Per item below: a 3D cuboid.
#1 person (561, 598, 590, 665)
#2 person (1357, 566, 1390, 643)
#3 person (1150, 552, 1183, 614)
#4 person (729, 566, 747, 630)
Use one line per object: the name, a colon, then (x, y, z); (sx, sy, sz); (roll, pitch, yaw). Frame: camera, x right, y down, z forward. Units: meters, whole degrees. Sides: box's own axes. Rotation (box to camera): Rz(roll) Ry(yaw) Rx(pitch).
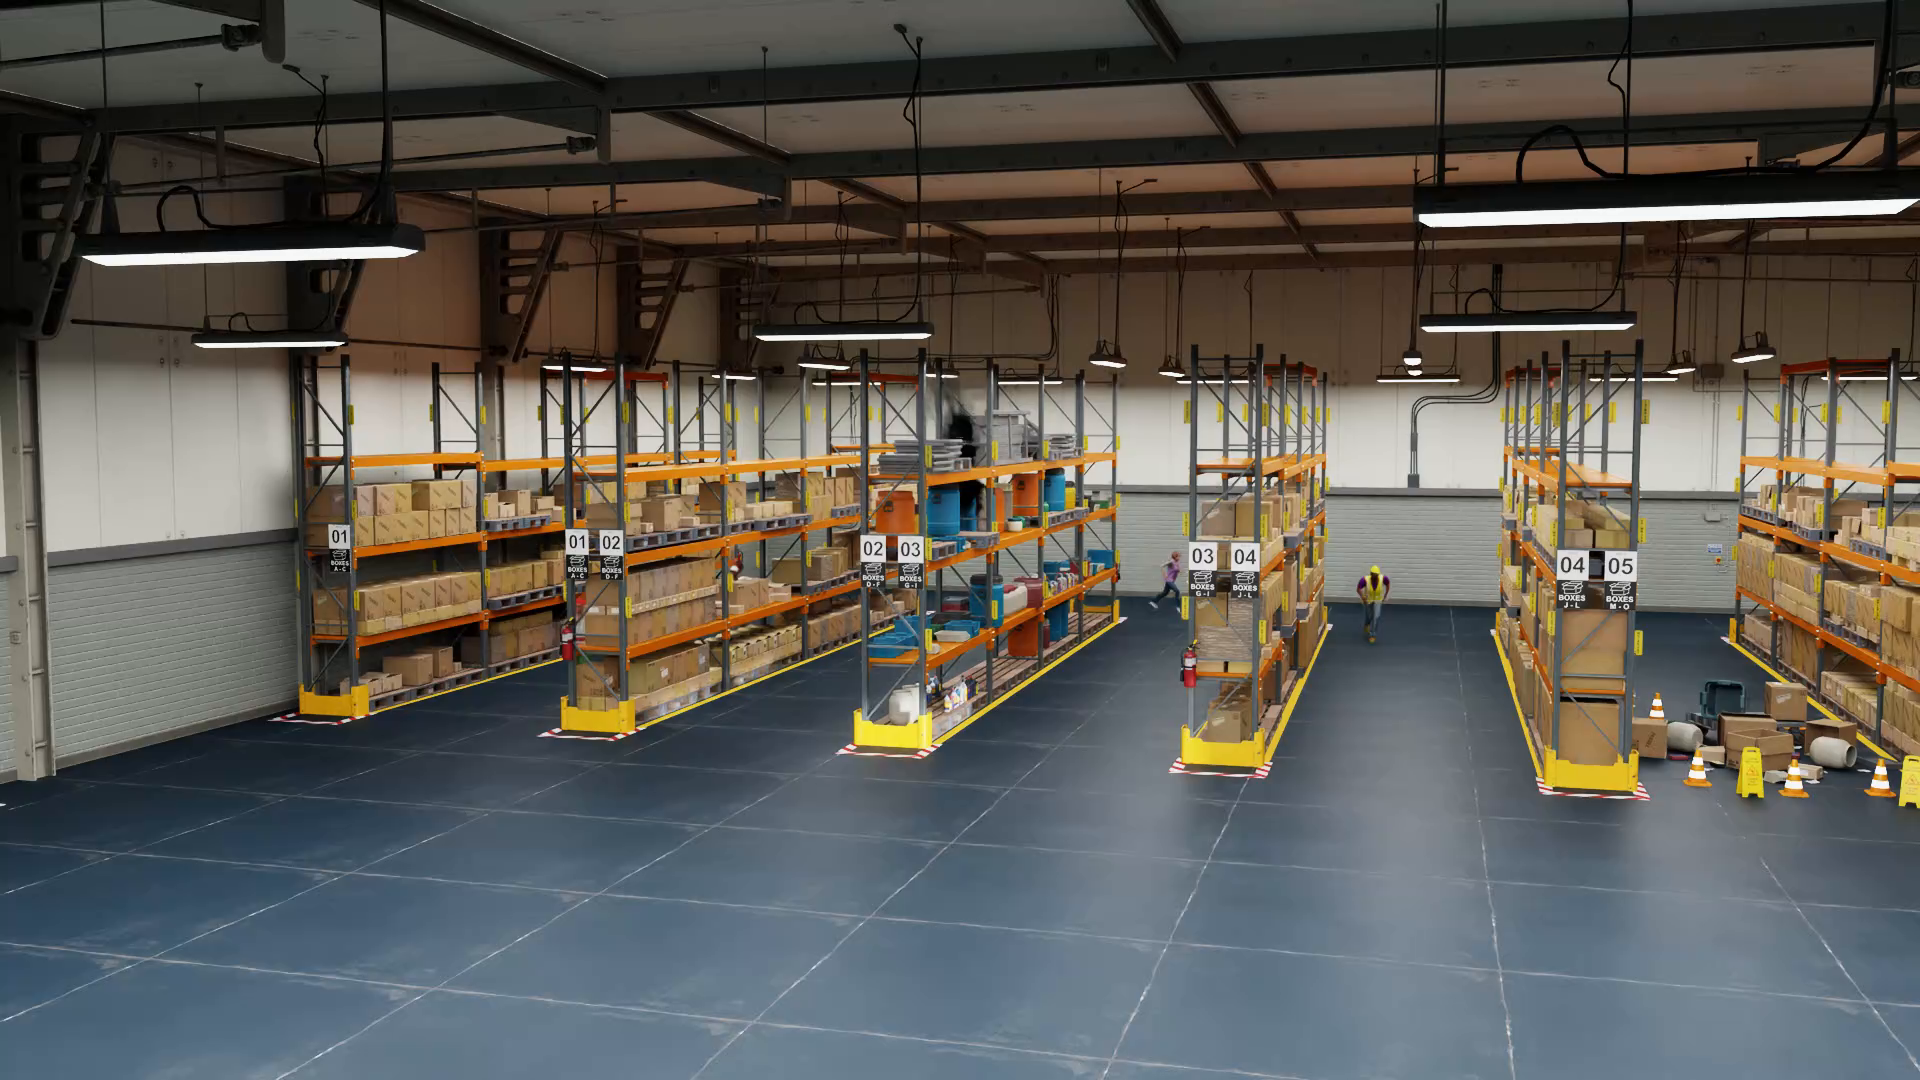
person: (-6.623, 1.908, 29.062); (0.652, 1.825, 0.905); (1, 4, 9)
person: (9.177, 1.404, 37.014); (0.725, 1.713, 1.035); (0, 4, 1)
person: (5.249, 1.074, 41.991); (0.963, 1.594, 0.540); (2, 5, 29)
person: (-4.808, 1.430, 36.099); (0.694, 1.776, 0.792); (1, 4, 14)
